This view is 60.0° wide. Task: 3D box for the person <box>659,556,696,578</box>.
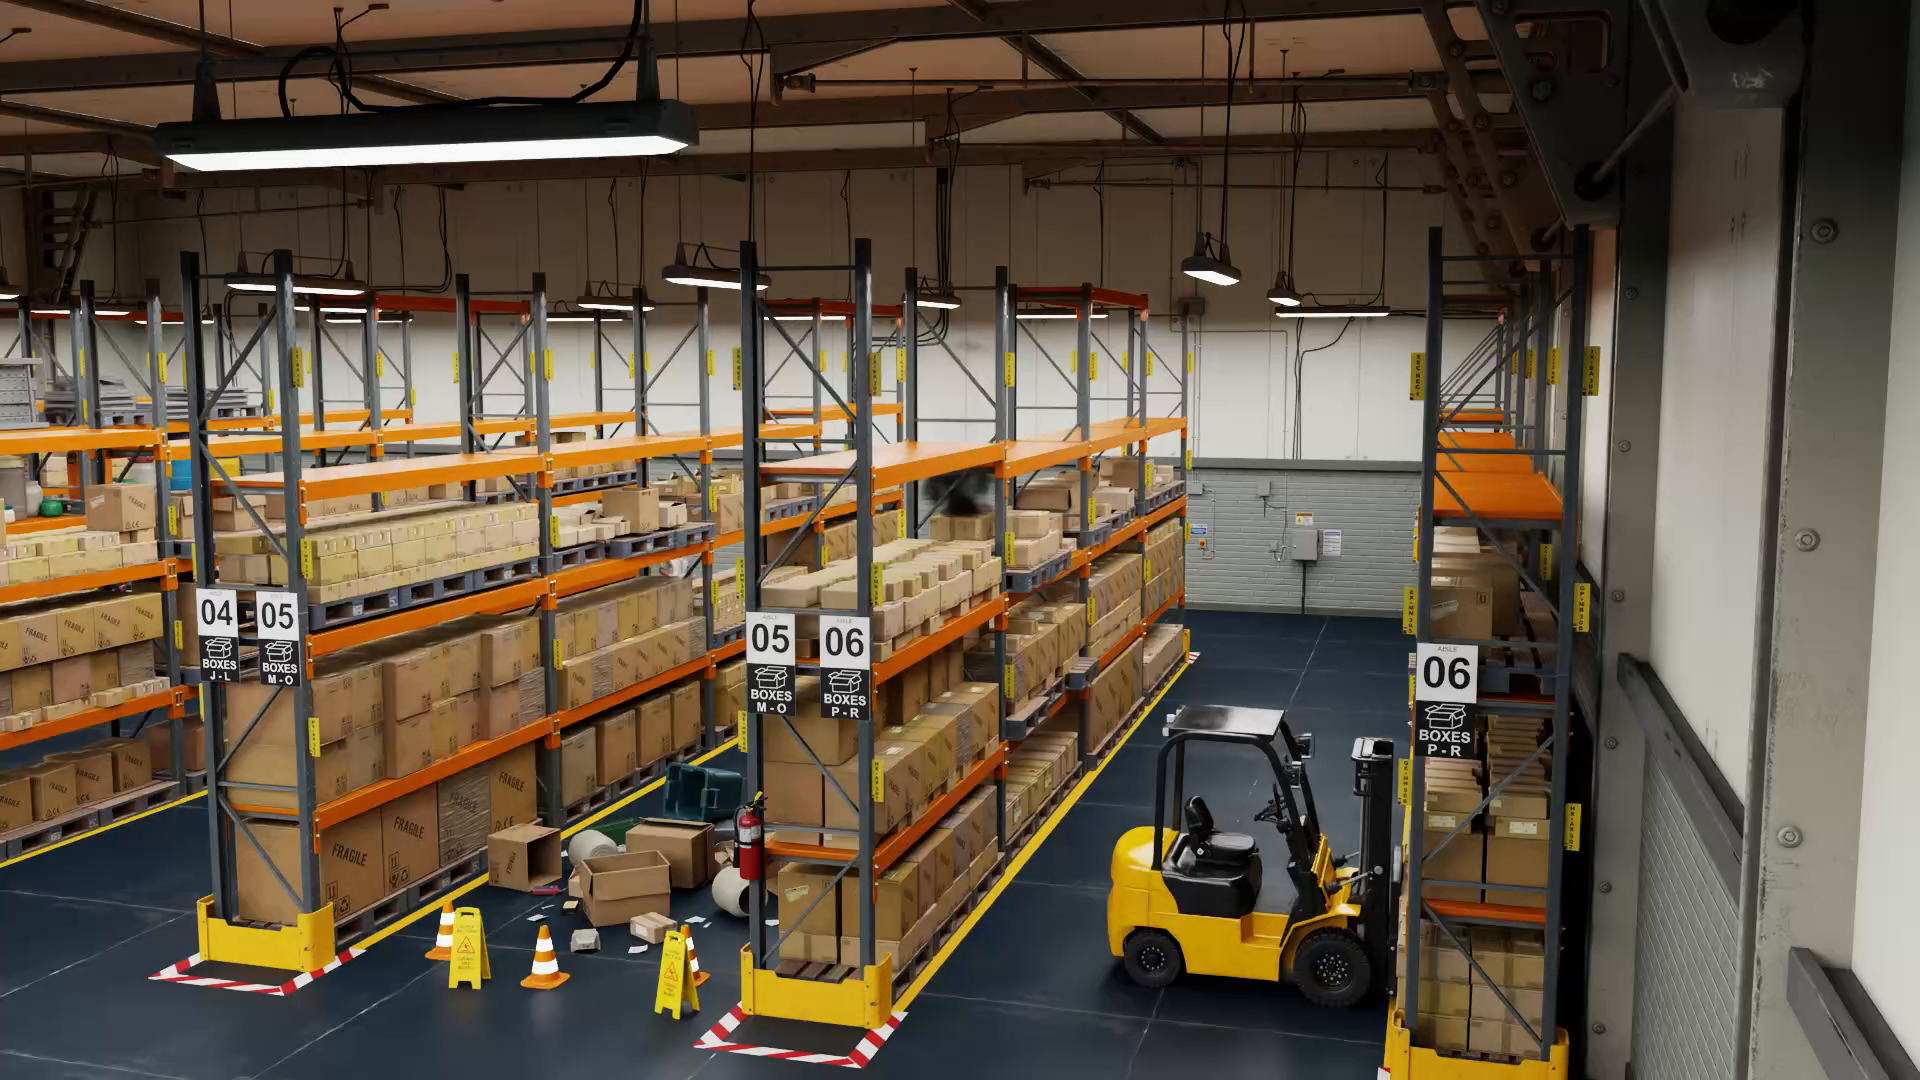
[{"bbox_3d":[-5.374,0.785,31.615,0.578,1.687,0.688,4,8,33],"label":"person"}]
